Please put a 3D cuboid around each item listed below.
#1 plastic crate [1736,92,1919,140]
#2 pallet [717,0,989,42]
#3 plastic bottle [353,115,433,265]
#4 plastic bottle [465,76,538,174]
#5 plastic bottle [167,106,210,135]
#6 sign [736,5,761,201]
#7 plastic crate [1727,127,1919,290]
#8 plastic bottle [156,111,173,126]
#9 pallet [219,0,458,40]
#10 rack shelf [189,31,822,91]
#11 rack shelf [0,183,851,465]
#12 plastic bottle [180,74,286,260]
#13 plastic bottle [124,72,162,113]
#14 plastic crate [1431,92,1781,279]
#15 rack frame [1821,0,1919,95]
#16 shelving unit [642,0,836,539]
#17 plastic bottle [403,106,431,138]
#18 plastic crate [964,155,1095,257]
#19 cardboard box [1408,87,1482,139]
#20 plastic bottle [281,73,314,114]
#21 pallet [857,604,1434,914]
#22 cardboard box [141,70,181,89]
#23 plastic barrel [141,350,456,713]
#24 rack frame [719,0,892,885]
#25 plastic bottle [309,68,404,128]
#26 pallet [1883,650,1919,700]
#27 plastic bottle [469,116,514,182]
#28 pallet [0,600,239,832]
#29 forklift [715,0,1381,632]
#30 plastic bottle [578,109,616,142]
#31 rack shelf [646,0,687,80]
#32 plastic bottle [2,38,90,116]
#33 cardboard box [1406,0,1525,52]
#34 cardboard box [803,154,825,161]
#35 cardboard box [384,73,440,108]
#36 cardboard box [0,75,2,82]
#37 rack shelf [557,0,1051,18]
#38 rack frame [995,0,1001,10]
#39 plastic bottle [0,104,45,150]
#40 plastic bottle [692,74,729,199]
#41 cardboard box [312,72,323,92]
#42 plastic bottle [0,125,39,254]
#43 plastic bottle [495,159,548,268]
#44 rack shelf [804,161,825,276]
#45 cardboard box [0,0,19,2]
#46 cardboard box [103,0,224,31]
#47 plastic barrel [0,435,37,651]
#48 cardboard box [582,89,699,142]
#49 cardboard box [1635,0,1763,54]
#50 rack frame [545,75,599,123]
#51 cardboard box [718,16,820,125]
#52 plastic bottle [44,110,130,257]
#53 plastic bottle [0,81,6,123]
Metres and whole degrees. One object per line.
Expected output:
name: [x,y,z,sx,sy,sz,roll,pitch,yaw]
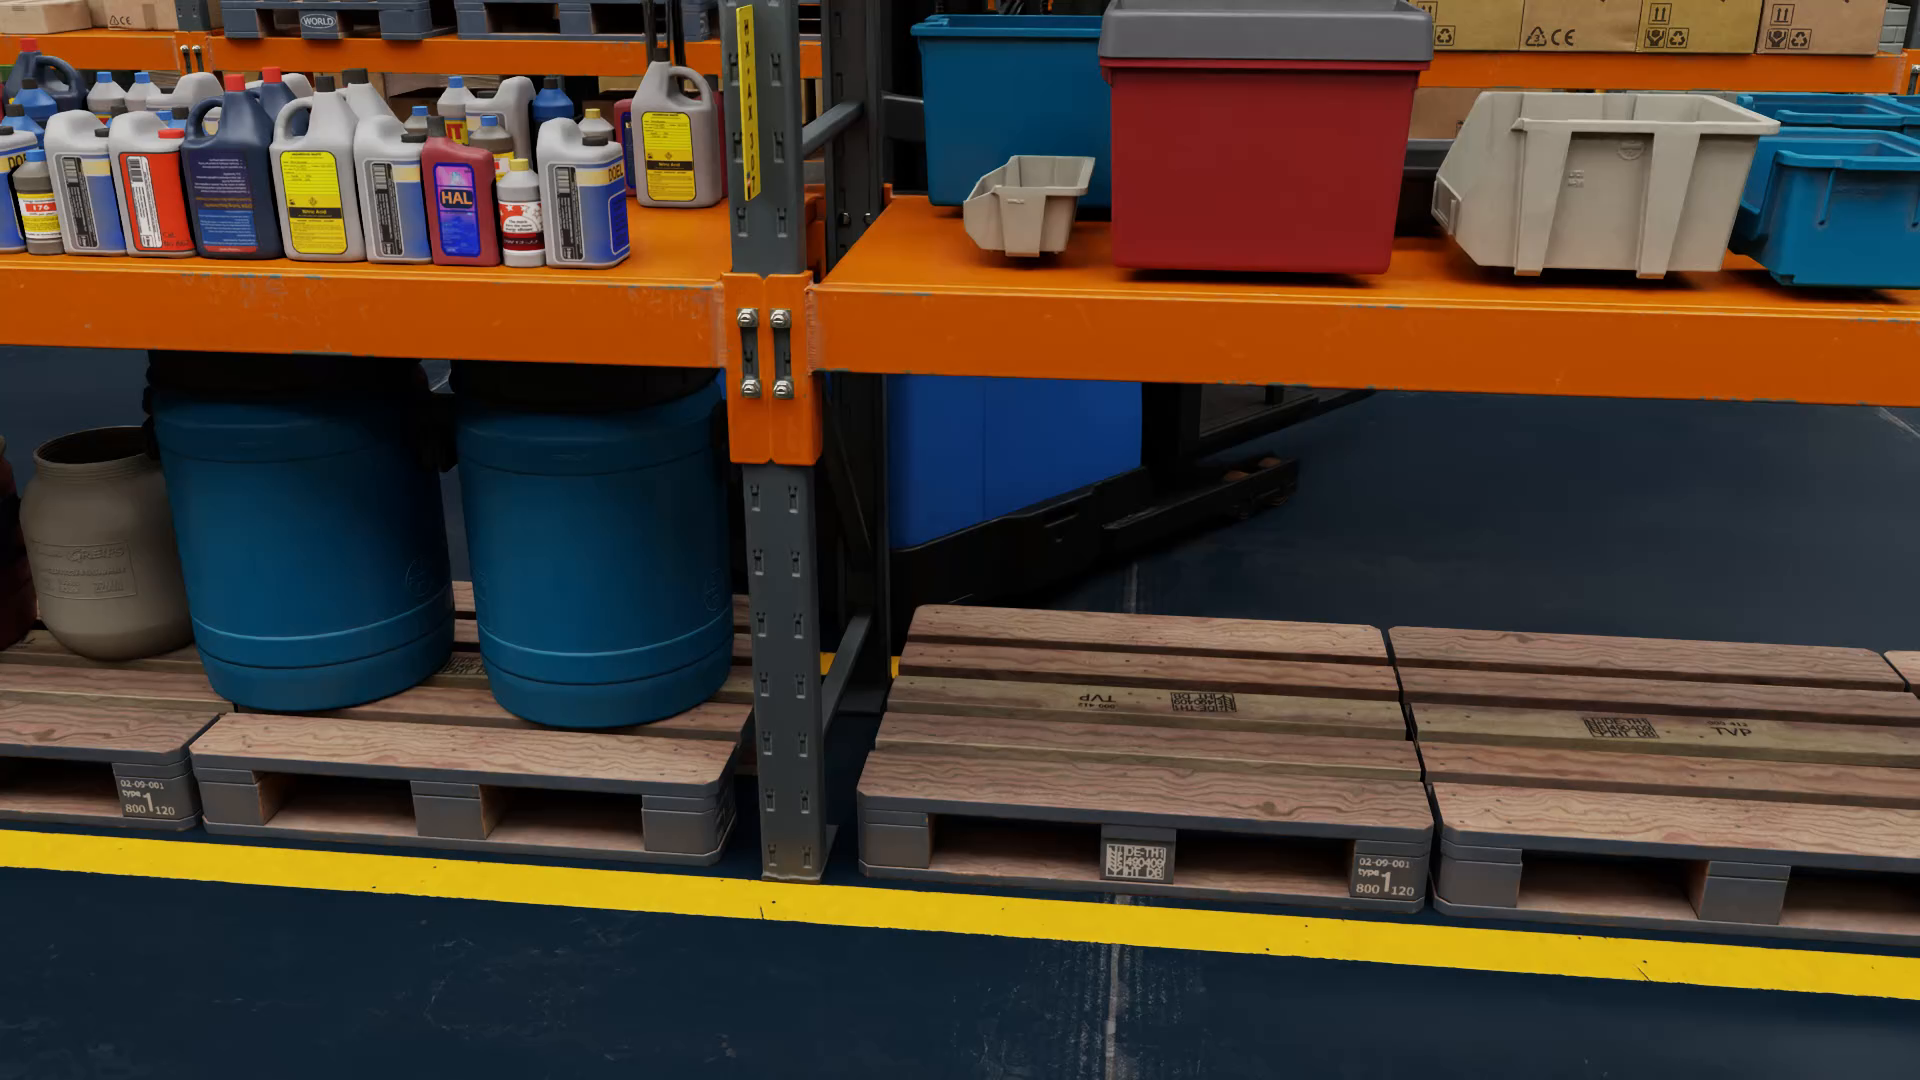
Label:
plastic crate: [1.856,-0.817,3.573,0.300,0.233,0.416,2,22,6]
pallet: [-0.499,-2.633,8.280,1.213,0.211,1.003,2,22,6]
plastic bottle: [-1.097,-0.696,3.290,0.135,0.276,0.152,2,22,6]
plastic bottle: [-1.083,-0.957,3.948,0.135,0.276,0.152,2,22,6]
plastic bottle: [-1.601,-0.762,3.464,0.097,0.271,0.097,0,22,0]
sign: [-0.371,-0.767,2.924,0.005,0.325,0.100,2,22,6]
plastic crate: [1.598,-0.612,3.053,0.300,0.233,0.416,2,22,6]
plastic bottle: [-1.865,-0.910,3.931,0.097,0.201,0.097,0,22,0]
pallet: [-3.009,-2.728,8.521,1.003,0.211,1.213,2,22,6]
rack shelf: [-1.704,-2.400,8.408,4.000,0.370,1.077,2,22,6]
rack shelf: [-2.291,-0.591,3.834,4.000,0.370,1.077,2,22,6]
plastic bottle: [-1.439,-0.745,3.311,0.185,0.351,0.144,2,22,6]
plastic bottle: [-1.981,-1.004,4.074,0.097,0.271,0.097,0,22,0]
plastic crate: [1.190,-0.679,3.156,0.530,0.282,0.437,2,22,6]
rack frame: [4.254,-2.475,7.619,0.127,3.000,1.000,2,22,6]
shelving unit: [-0.482,-0.742,4.326,0.503,2.100,0.431,-1,21,1]
plastic bottle: [-1.291,-0.941,4.011,0.097,0.201,0.097,0,22,0]
plastic crate: [0.141,-0.672,3.337,0.243,0.136,0.396,2,22,6]
cardboard box: [3.630,-3.332,12.616,0.500,0.500,0.700,2,22,6]
plastic bottle: [-1.639,-0.981,4.010,0.135,0.276,0.152,2,22,6]
pallet: [0.430,0.475,3.951,1.213,0.211,1.003,2,22,6]
cardboard box: [-6.350,-3.819,13.821,0.500,0.500,0.700,3,22,8]
plastic barrel: [-1.546,-0.119,3.944,0.708,0.901,0.600,2,22,6]
rack frame: [-0.305,-0.839,3.483,0.127,3.000,1.000,2,22,6]
plastic bottle: [-1.239,-0.789,3.424,0.185,0.351,0.144,2,22,6]
pallet: [2.853,0.581,3.684,1.213,0.211,1.003,2,22,6]
plastic bottle: [-1.079,-0.876,3.845,0.097,0.201,0.097,0,22,0]
pallet: [-2.281,0.357,4.250,1.213,0.211,1.003,2,22,6]
forklift: [0.529,-1.552,5.379,3.031,2.935,1.130,-20,29,-41]
plastic bottle: [-0.868,-0.923,3.964,0.097,0.201,0.097,0,22,0]
rack shelf: [-0.494,-1.381,4.076,0.480,0.518,0.431,-1,21,1]
plastic bottle: [-2.221,-1.042,4.064,0.185,0.351,0.144,2,22,6]
cardboard box: [2.267,-2.508,7.567,0.500,0.500,0.500,2,22,6]
cardboard box: [-0.732,-1.631,8.287,0.500,0.500,0.500,3,22,6]
cardboard box: [-4.330,-3.748,13.643,0.500,0.500,0.700,2,22,6]
cardboard box: [-8.118,-3.875,13.963,0.500,0.500,0.500,1,22,2]
rack shelf: [-1.125,-4.208,12.983,4.000,0.370,1.077,2,22,6]
rack frame: [0.282,-2.648,8.057,0.127,3.000,1.000,2,22,6]
plastic bottle: [-1.965,-0.778,3.504,0.097,0.271,0.097,0,22,0]
plastic bottle: [-0.618,-0.957,3.938,0.133,0.283,0.061,2,22,6]
cardboard box: [-5.329,-3.778,13.718,0.500,0.500,0.700,3,22,7]
plastic bottle: [-1.962,-0.734,3.386,0.135,0.276,0.152,2,22,6]
plastic bottle: [-0.852,-0.641,3.251,0.097,0.201,0.097,0,22,0]
rack shelf: [-0.482,-0.729,4.331,0.480,0.518,0.431,-1,21,1]
cardboard box: [-4.963,-2.738,8.628,0.250,0.149,0.380,4,22,10]
cardboard box: [-4.046,-2.811,8.591,0.500,0.311,0.500,4,22,10]
plastic barrel: [-2.667,-0.022,4.125,0.708,0.588,0.600,2,22,6]
cardboard box: [-1.661,-2.213,8.740,0.500,0.250,0.500,2,22,5]
cardboard box: [3.262,-2.462,7.452,0.500,0.500,0.500,3,22,7]
rack frame: [-3.111,-4.629,13.070,0.127,3.000,1.000,2,22,6]
cardboard box: [-1.527,-3.705,13.084,0.750,0.750,0.750,2,22,6]
plastic bottle: [-1.731,-0.724,3.360,0.135,0.276,0.152,2,22,6]
plastic bottle: [-2.381,-1.011,4.076,0.133,0.283,0.061,2,22,6]
